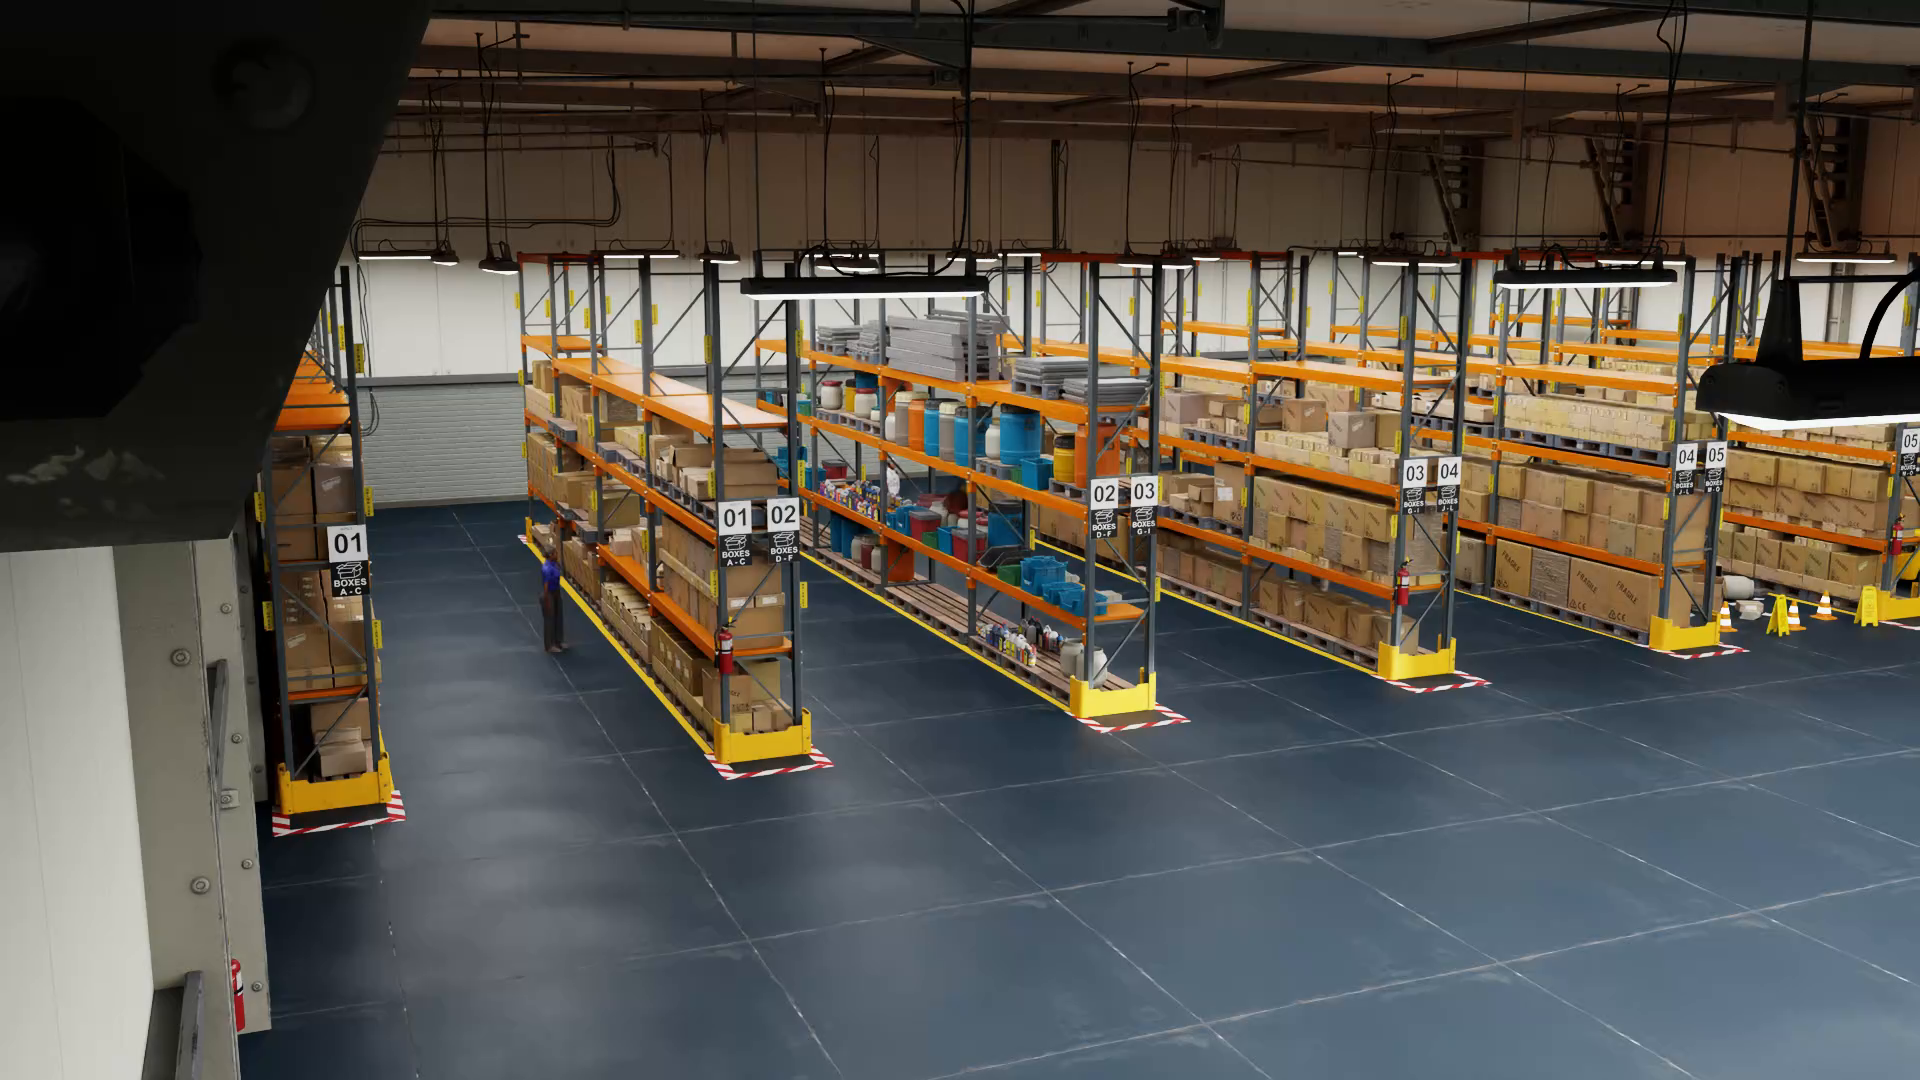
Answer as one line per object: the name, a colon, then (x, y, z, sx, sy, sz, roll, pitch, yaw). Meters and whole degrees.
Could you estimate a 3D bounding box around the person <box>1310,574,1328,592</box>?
person: (6.366, 0.155, 29.448, 0.542, 1.750, 0.539, 6, 12, 29)

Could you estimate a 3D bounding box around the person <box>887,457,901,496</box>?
person: (-1.431, -0.938, 35.601, 0.538, 1.682, 0.521, 2, 10, 9)

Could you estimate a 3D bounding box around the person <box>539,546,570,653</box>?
person: (-6.264, 0.902, 25.567, 0.348, 1.667, 0.521, 3, 11, 16)
